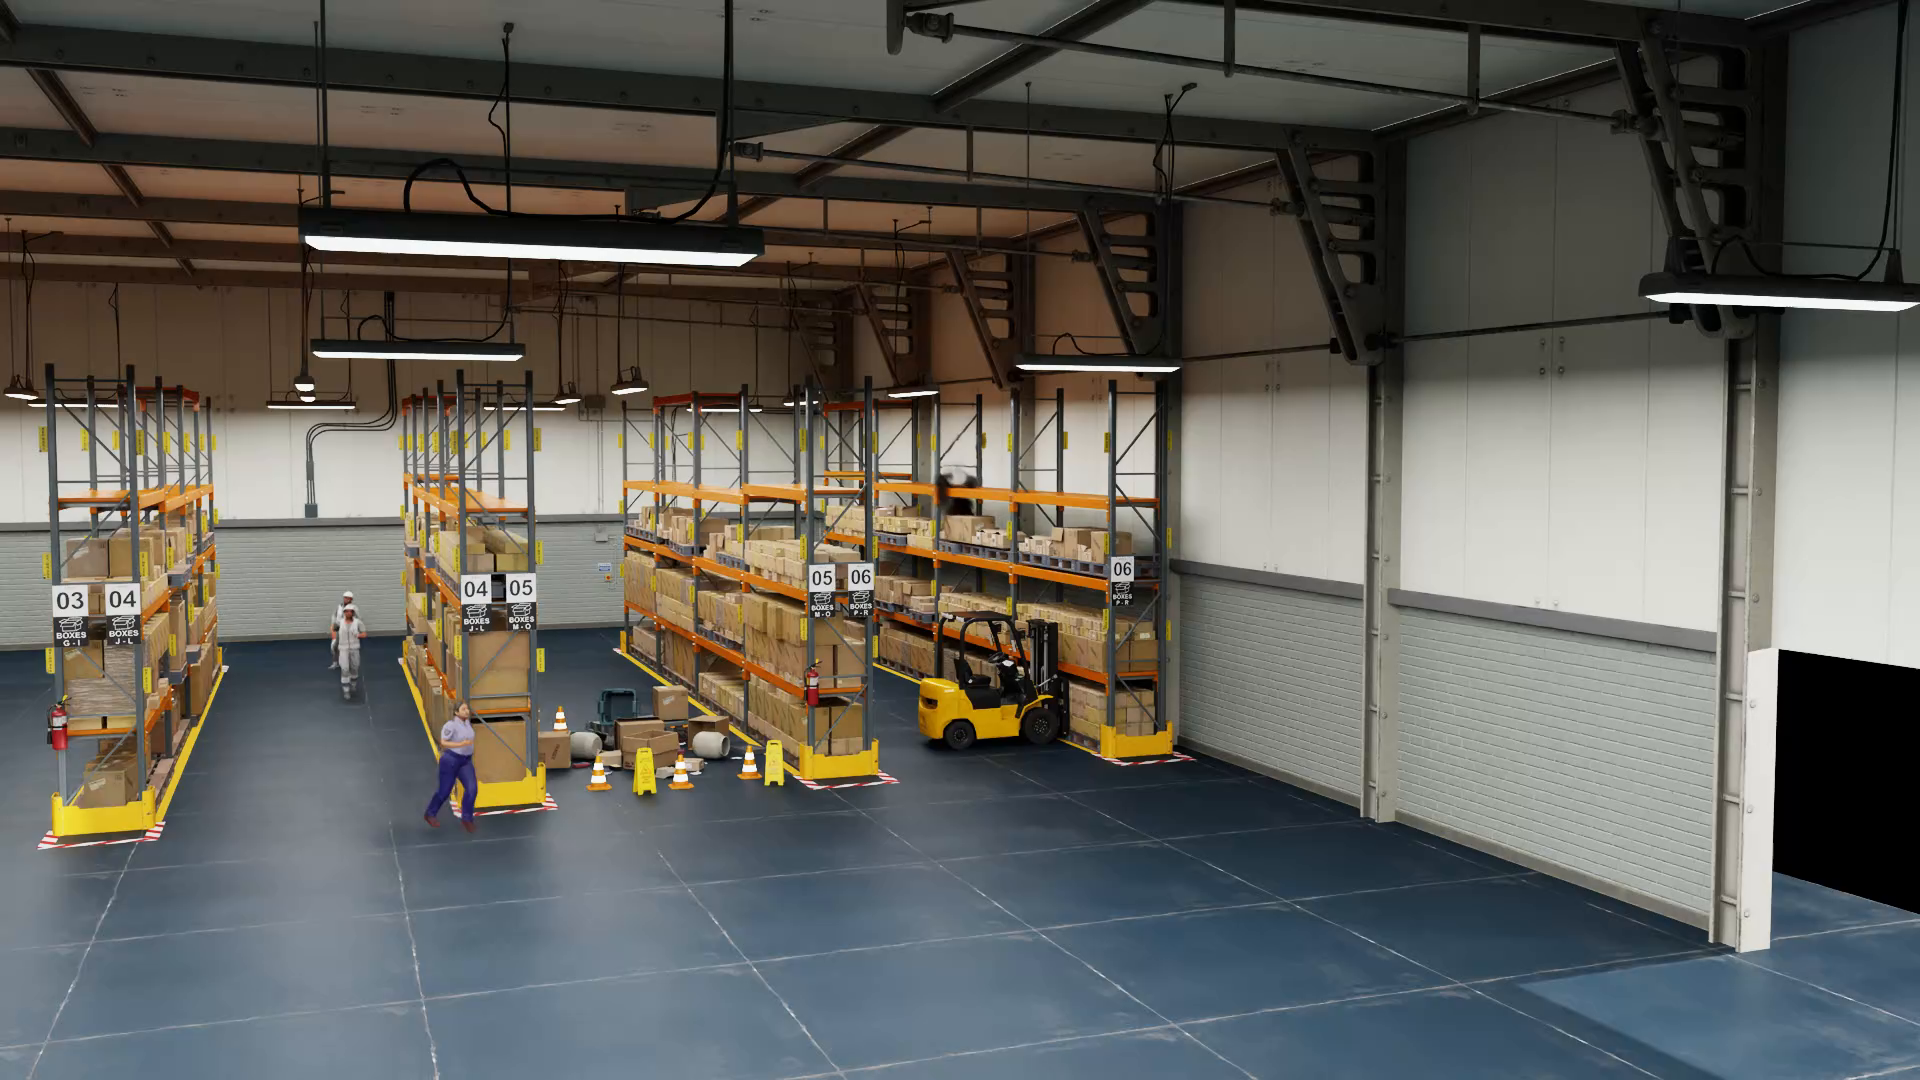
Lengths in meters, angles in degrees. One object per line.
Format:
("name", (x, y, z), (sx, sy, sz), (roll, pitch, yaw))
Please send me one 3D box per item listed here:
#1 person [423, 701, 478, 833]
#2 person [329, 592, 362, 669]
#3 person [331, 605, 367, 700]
("person", (-6.528, 2.933, 21.532), (0.778, 1.702, 0.608), (2, 4, 27))
("person", (-13.658, 1.998, 37.019), (0.699, 1.718, 0.583), (0, 3, 7))
("person", (-11.988, 2.175, 32.643), (0.655, 1.810, 0.901), (-1, 4, -23))
